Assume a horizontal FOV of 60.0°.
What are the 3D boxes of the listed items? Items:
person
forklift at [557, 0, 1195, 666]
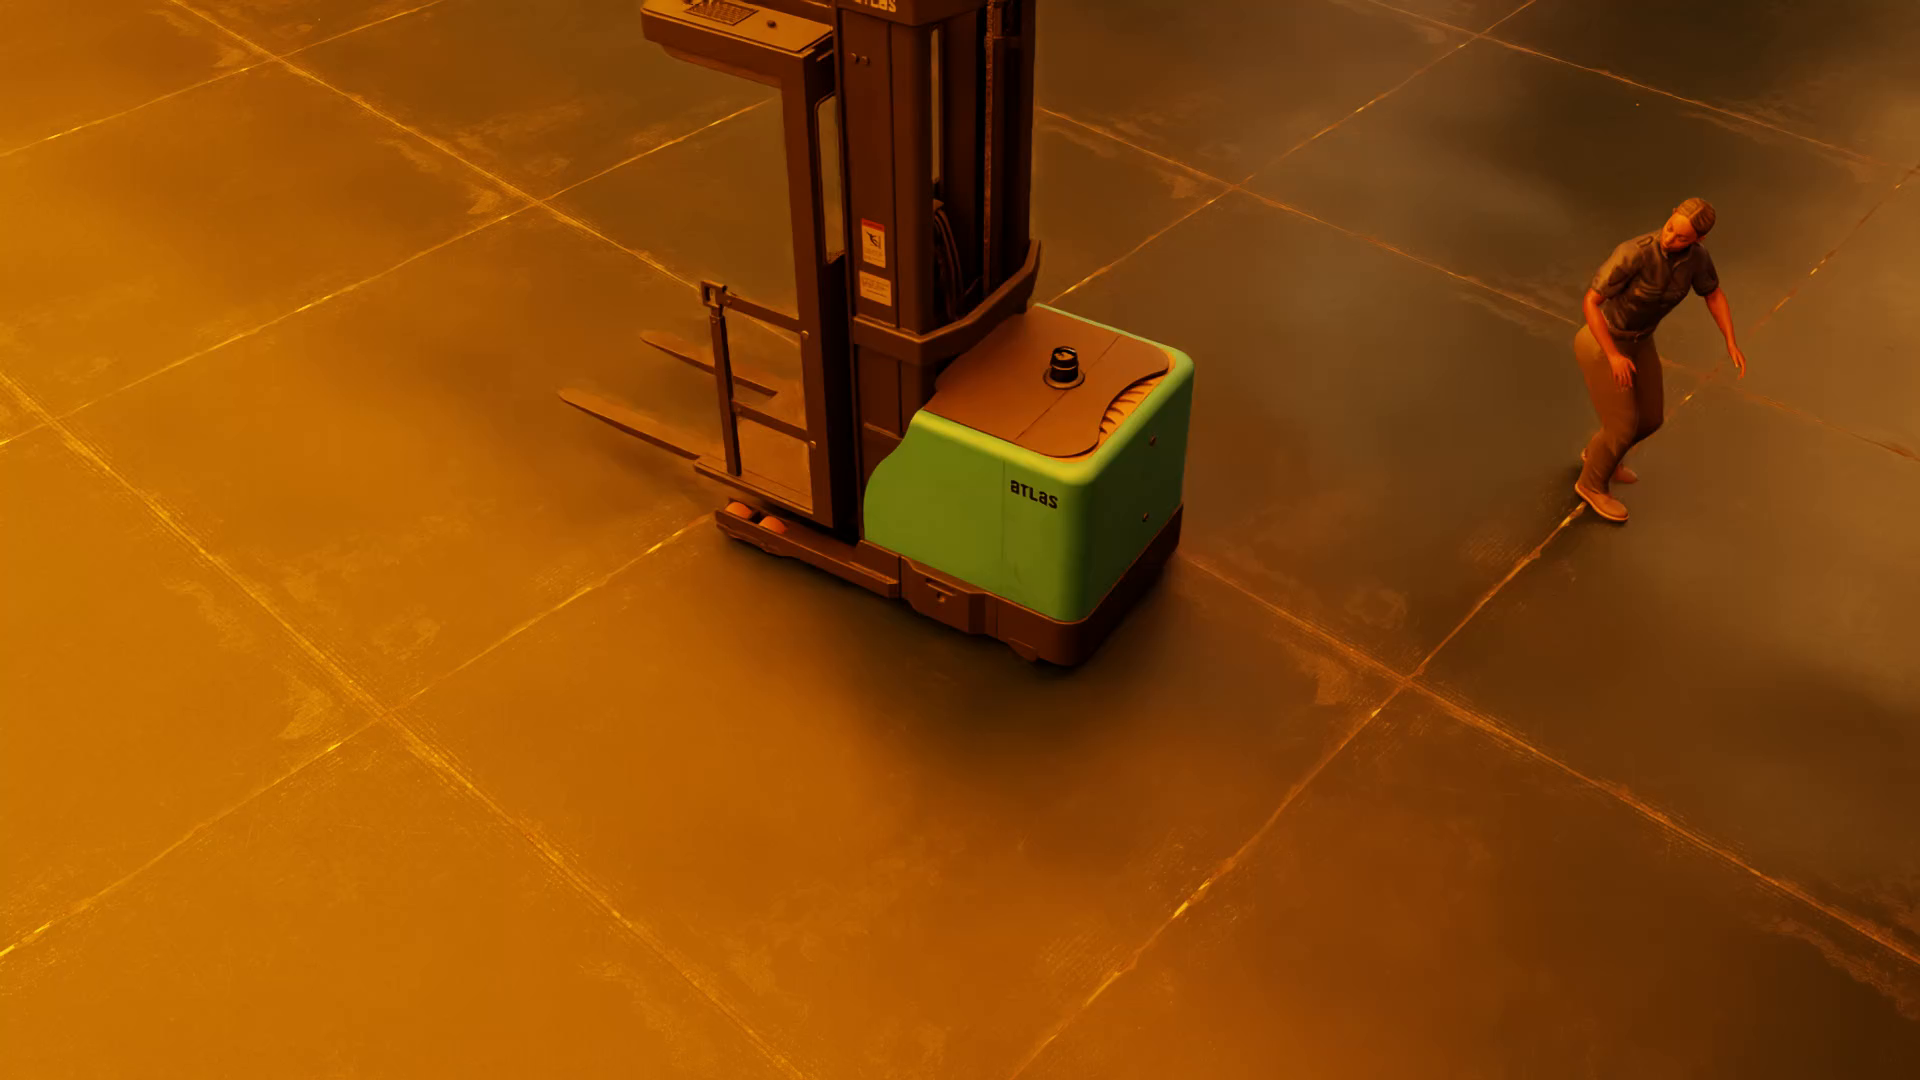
[{"bbox_3d":[3.078,-0.783,7.418,0.695,1.590,0.618,-20,45,-22],"label":"person"},{"bbox_3d":[-0.525,-1.319,6.966,3.031,2.935,1.130,22,45,24],"label":"forklift"}]
